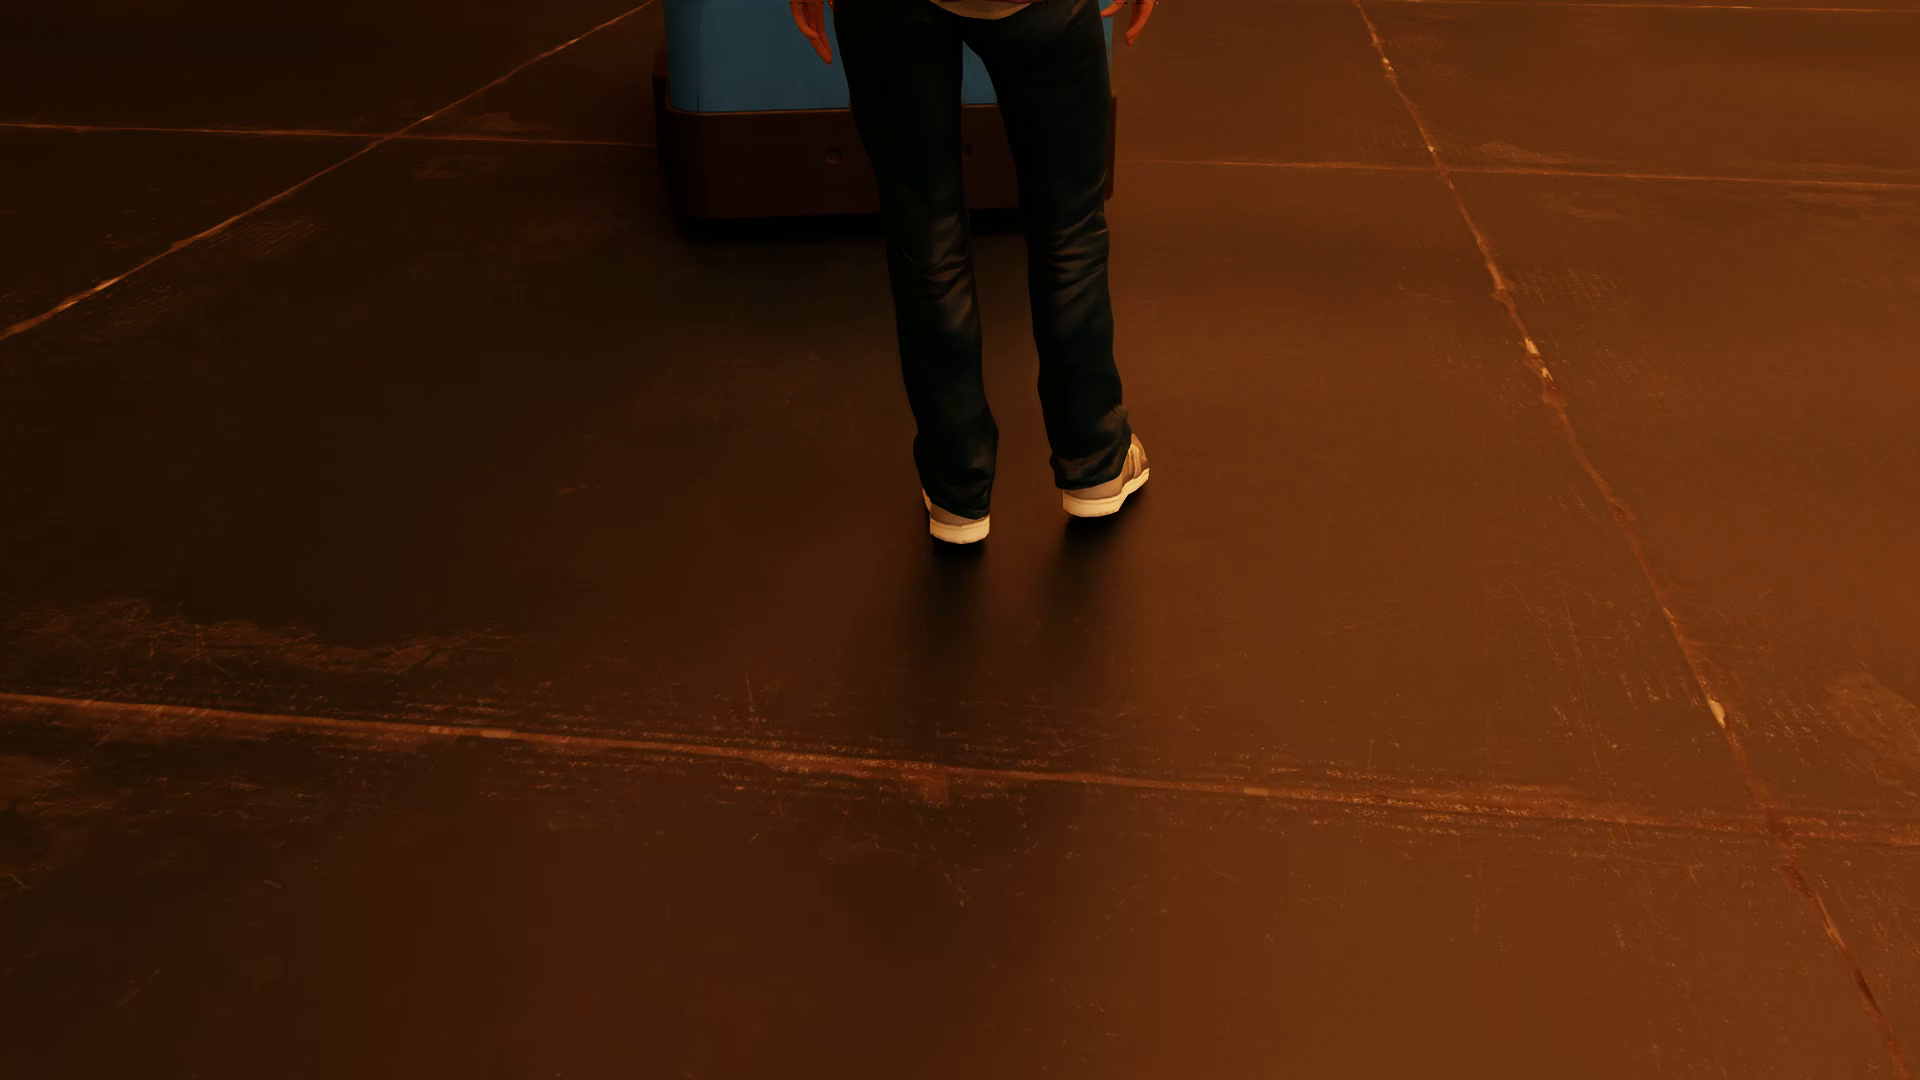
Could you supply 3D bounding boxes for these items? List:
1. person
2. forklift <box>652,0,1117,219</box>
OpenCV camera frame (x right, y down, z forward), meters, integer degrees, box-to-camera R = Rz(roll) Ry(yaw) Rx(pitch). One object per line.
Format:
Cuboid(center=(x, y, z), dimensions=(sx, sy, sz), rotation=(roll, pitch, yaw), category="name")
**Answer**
Cuboid(center=(0.023, -0.753, 2.205), dimensions=(0.521, 1.599, 0.473), rotation=(3, 27, 7), category="person")
Cuboid(center=(-0.346, -2.678, 4.585), dimensions=(1.130, 2.935, 3.031), rotation=(-4, 27, -7), category="forklift")
